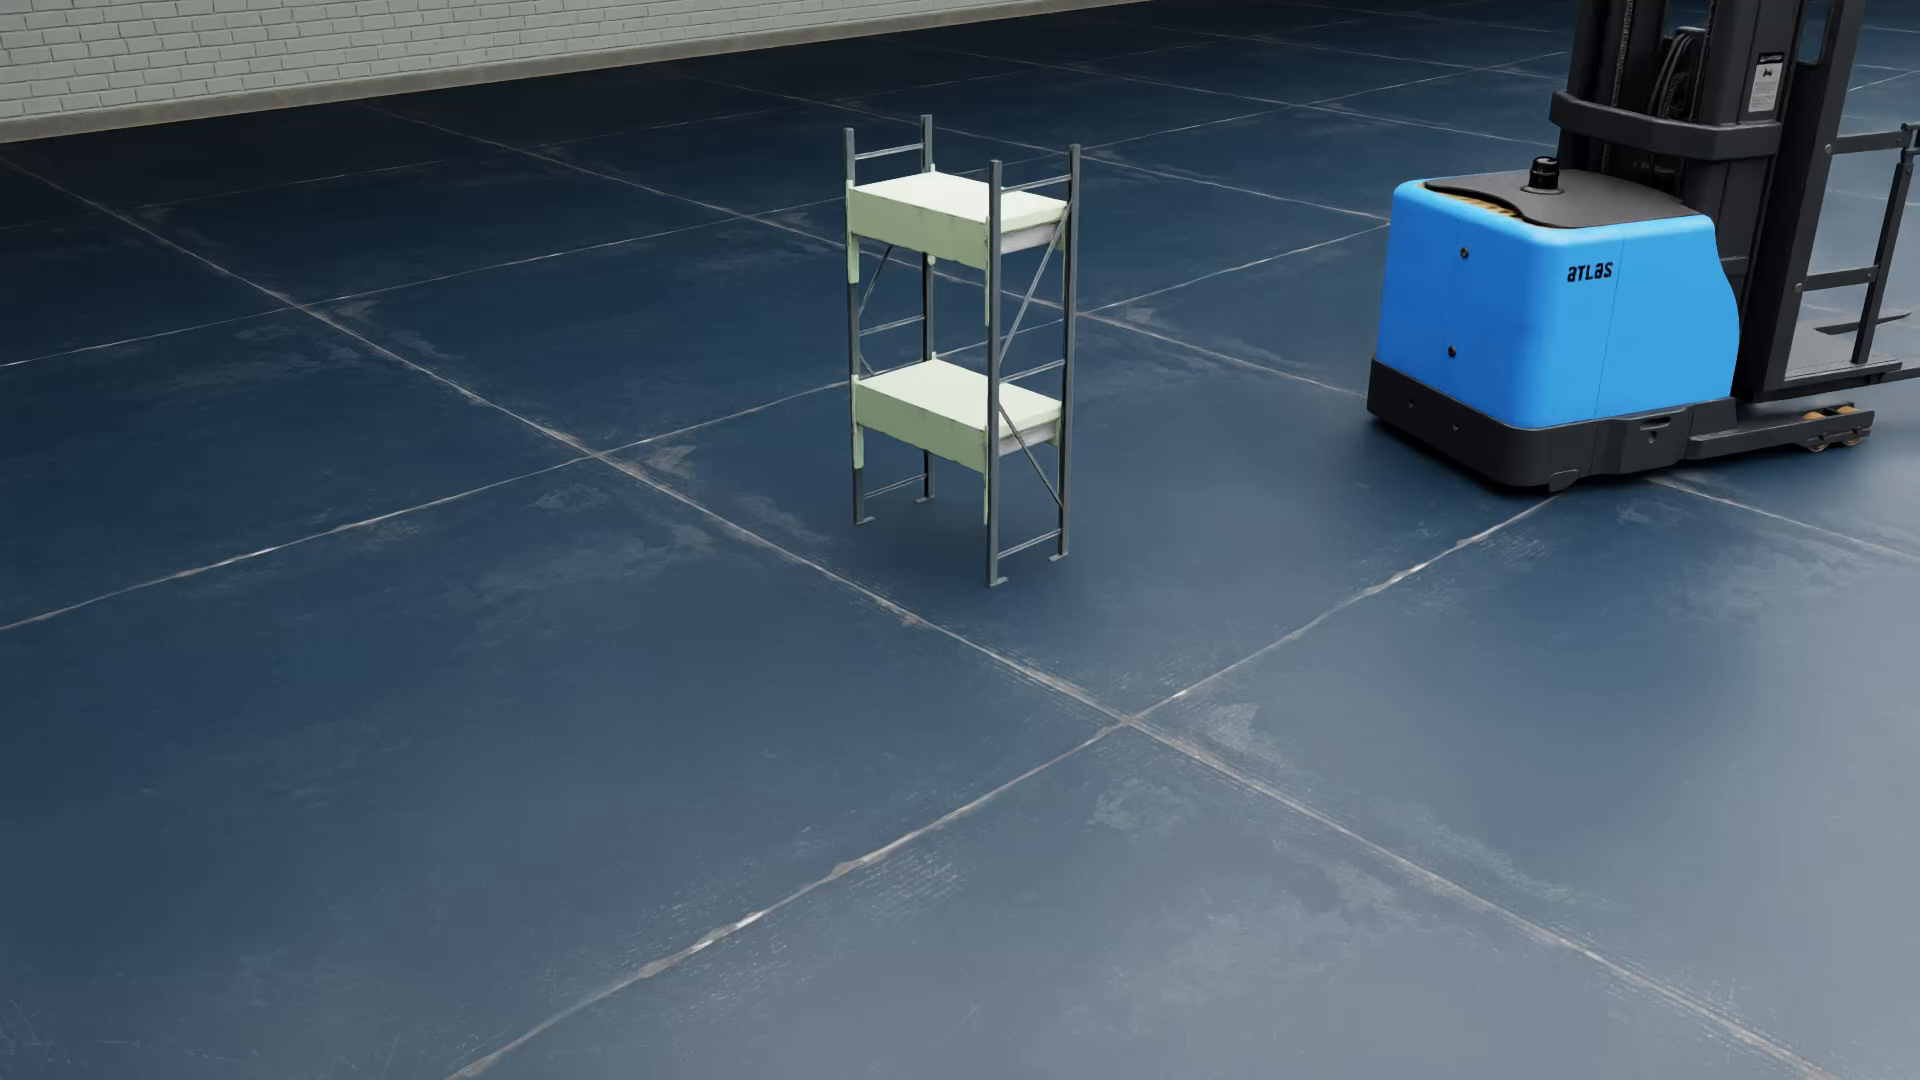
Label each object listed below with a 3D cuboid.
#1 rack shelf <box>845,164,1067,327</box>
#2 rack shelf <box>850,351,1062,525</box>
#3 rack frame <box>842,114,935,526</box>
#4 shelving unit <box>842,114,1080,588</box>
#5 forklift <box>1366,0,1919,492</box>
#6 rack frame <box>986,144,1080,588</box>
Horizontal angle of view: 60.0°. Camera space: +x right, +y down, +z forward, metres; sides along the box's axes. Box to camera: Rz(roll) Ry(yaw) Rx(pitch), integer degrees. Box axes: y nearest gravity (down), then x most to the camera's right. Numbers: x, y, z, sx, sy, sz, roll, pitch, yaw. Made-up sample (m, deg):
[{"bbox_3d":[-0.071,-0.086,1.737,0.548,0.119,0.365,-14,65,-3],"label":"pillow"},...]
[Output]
[{"bbox_3d":[-0.005,-1.039,5.781,0.431,0.370,0.720,-21,32,-38],"label":"rack shelf"},{"bbox_3d":[-0.005,-0.388,6.078,0.431,0.370,0.720,-21,32,-38],"label":"rack shelf"},{"bbox_3d":[-0.255,-0.795,6.186,0.400,1.500,0.023,-21,32,-38],"label":"rack frame"},{"bbox_3d":[-0.005,-0.684,5.943,0.431,1.500,0.755,-21,32,-38],"label":"shelving unit"},{"bbox_3d":[3.363,-1.901,6.885,3.031,2.935,1.130,-10,26,-20],"label":"forklift"},{"bbox_3d":[0.246,-0.573,5.700,0.400,1.500,0.023,-21,32,-38],"label":"rack frame"}]
